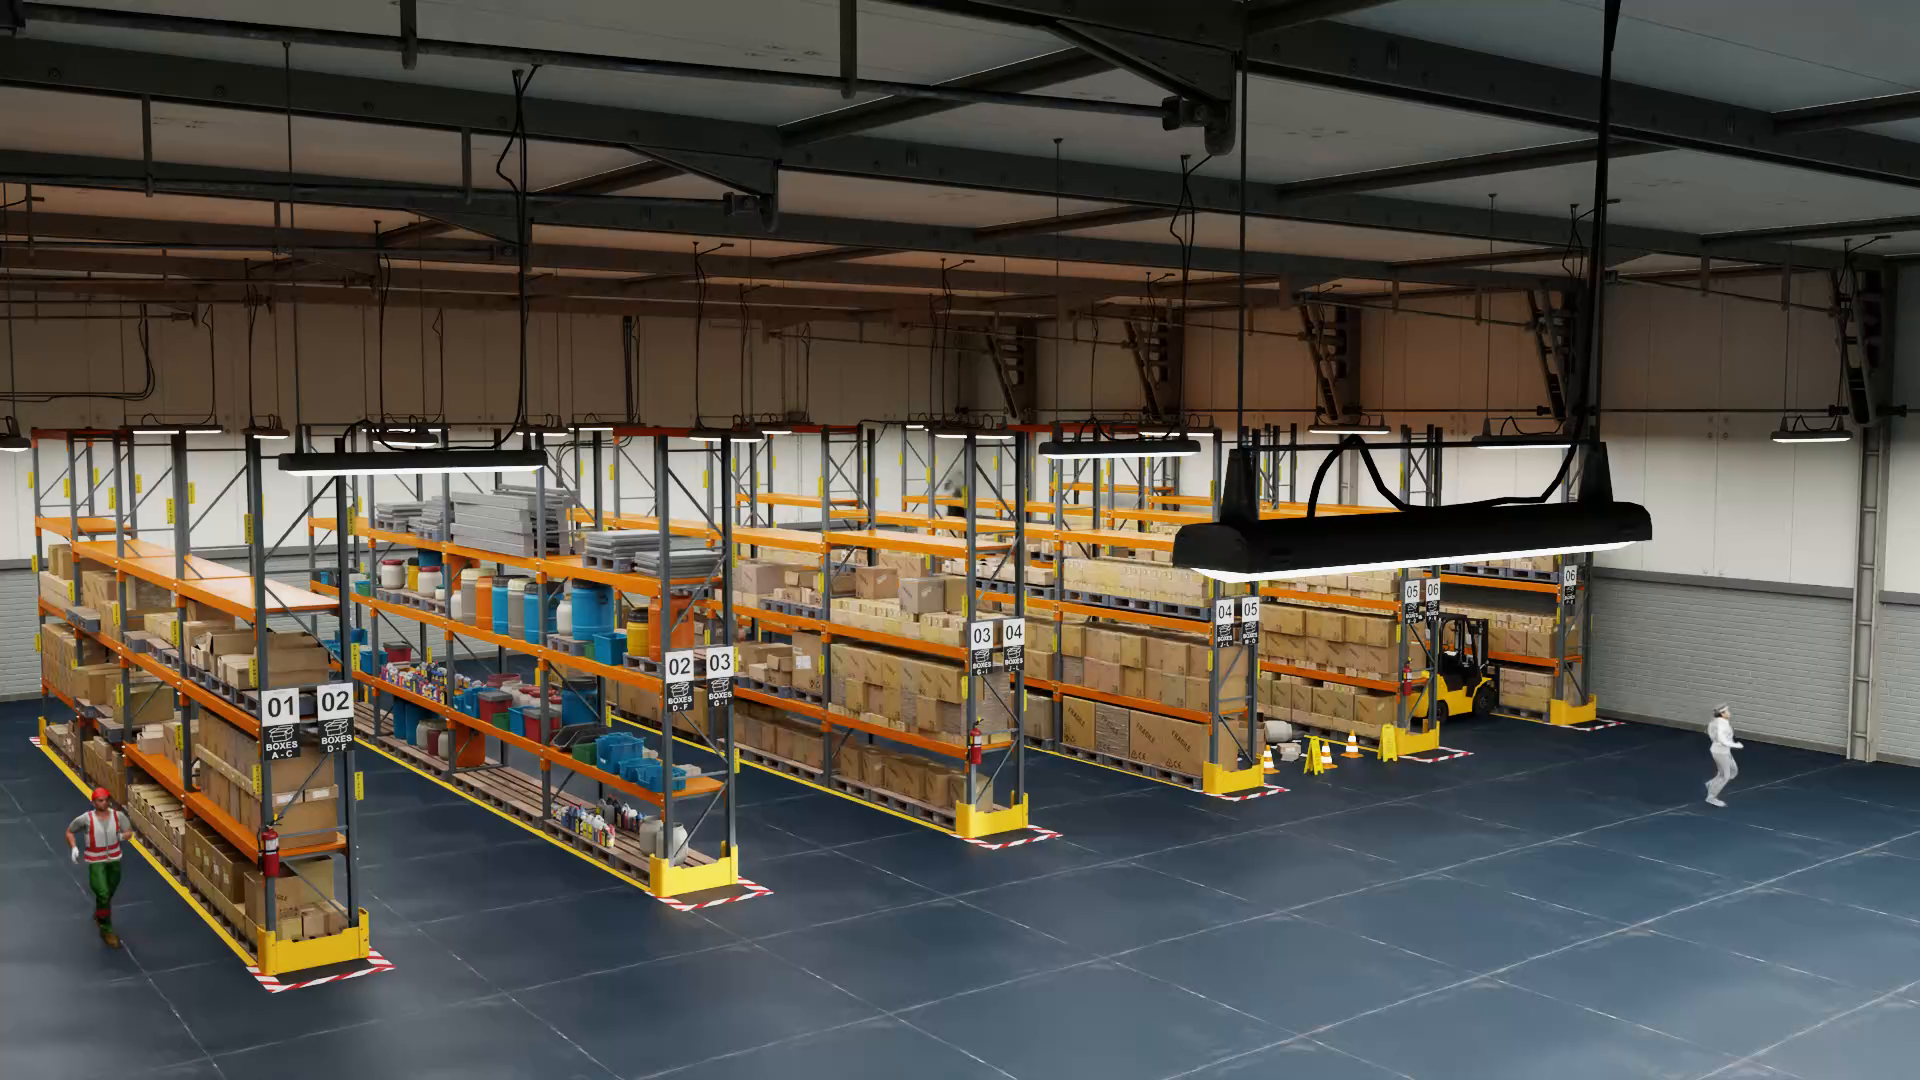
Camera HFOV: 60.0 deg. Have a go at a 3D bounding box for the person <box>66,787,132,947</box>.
[{"bbox_3d":[-10.233,3.855,19.854,0.909,1.816,0.655,4,6,40],"label":"person"}]

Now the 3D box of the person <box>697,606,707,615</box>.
[{"bbox_3d":[-6.288,2.339,40.102,0.594,1.692,0.860,1,5,14],"label":"person"}]

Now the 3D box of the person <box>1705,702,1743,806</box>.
[{"bbox_3d":[12.233,3.414,26.590,0.513,1.662,0.668,2,5,20],"label":"person"}]

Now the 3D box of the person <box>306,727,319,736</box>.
[{"bbox_3d":[-10.474,3.412,26.680,0.610,1.626,0.837,-4,6,-43],"label":"person"}]

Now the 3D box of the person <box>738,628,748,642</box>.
[{"bbox_3d":[-4.540,2.727,34.873,0.698,1.739,0.621,-4,6,-44],"label":"person"}]
